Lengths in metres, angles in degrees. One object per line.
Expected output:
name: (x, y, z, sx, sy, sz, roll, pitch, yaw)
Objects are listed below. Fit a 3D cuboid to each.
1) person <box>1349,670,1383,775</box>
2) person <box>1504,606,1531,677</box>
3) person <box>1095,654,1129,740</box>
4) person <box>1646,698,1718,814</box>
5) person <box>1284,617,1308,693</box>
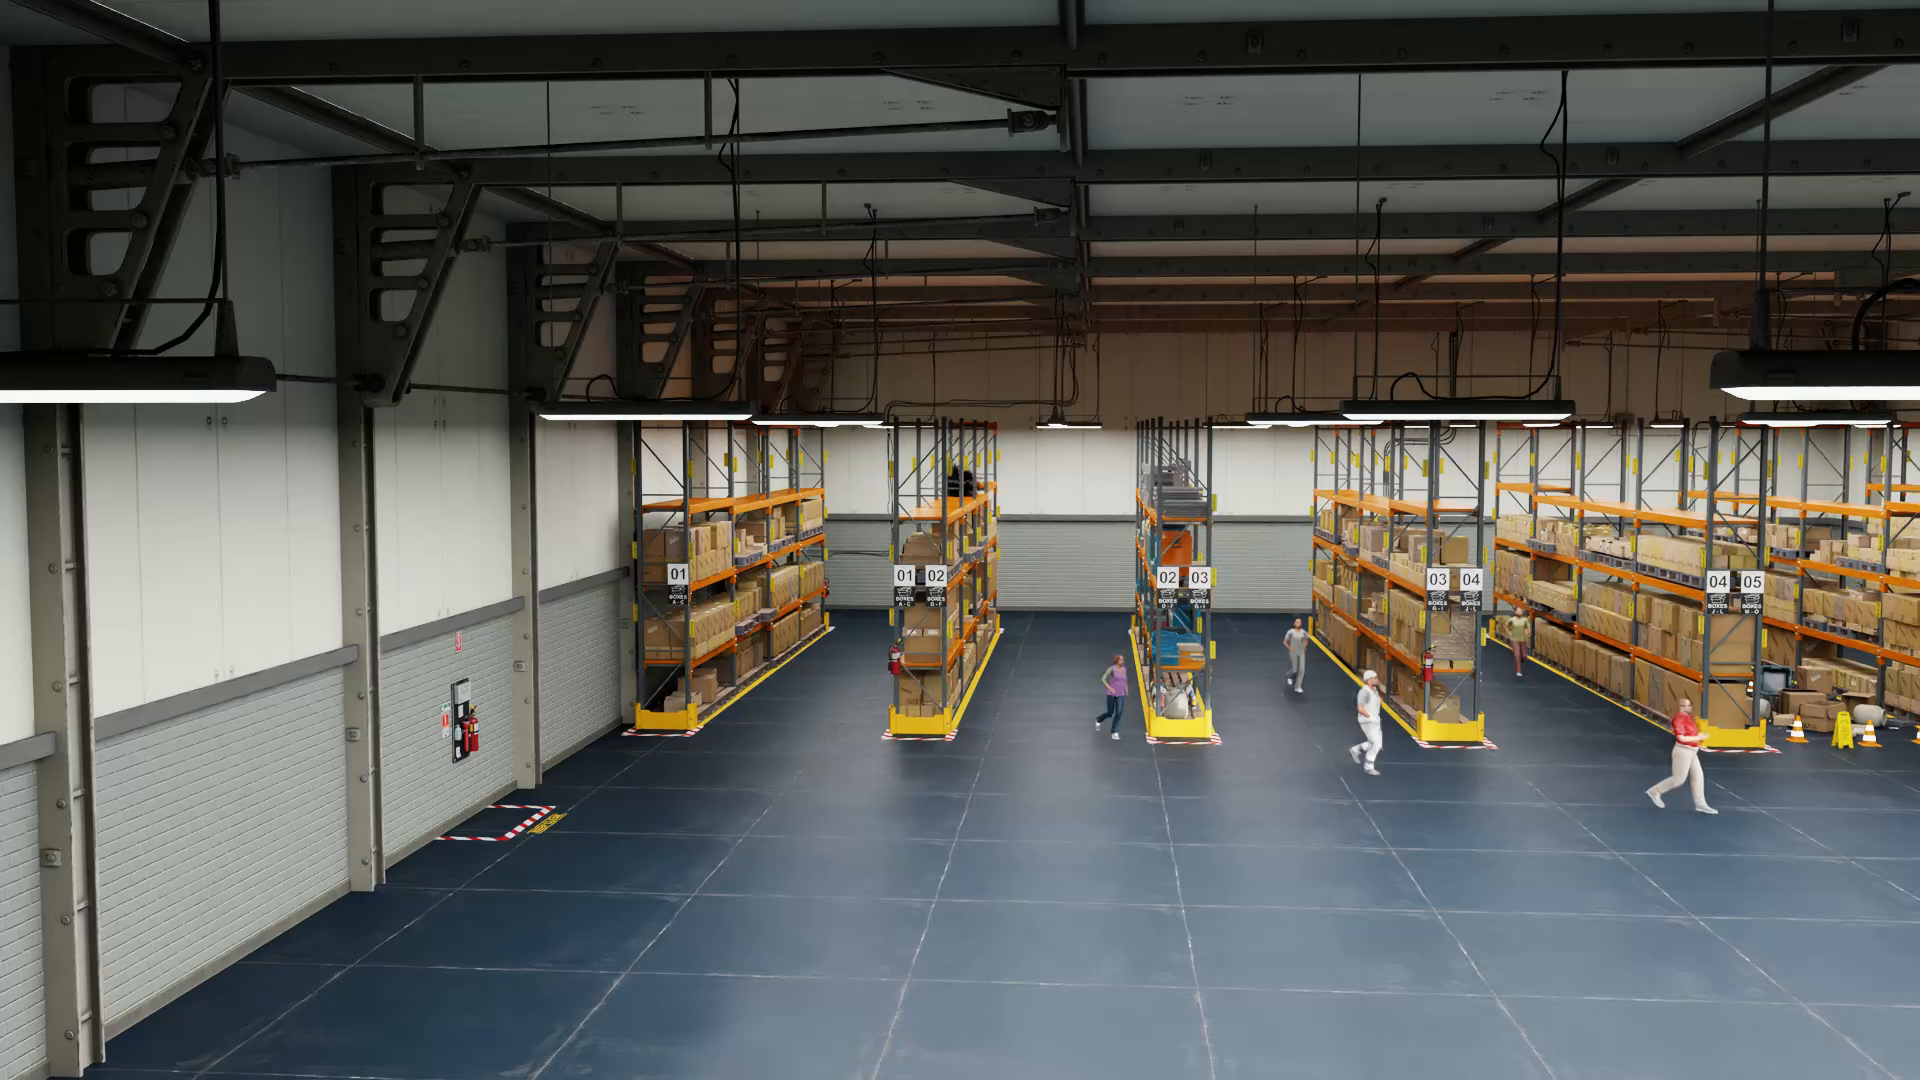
person: (6.801, 3.045, 27.873, 0.618, 1.753, 0.690, 2, 4, 33)
person: (13.081, 2.360, 38.999, 0.586, 1.628, 0.752, 0, 4, 7)
person: (2.927, 2.913, 31.147, 0.600, 1.548, 0.780, -2, 4, -26)
person: (10.845, 3.217, 24.908, 0.983, 1.706, 0.667, 3, 5, 35)
person: (7.408, 2.511, 36.581, 0.581, 1.633, 0.762, -1, 4, -11)
